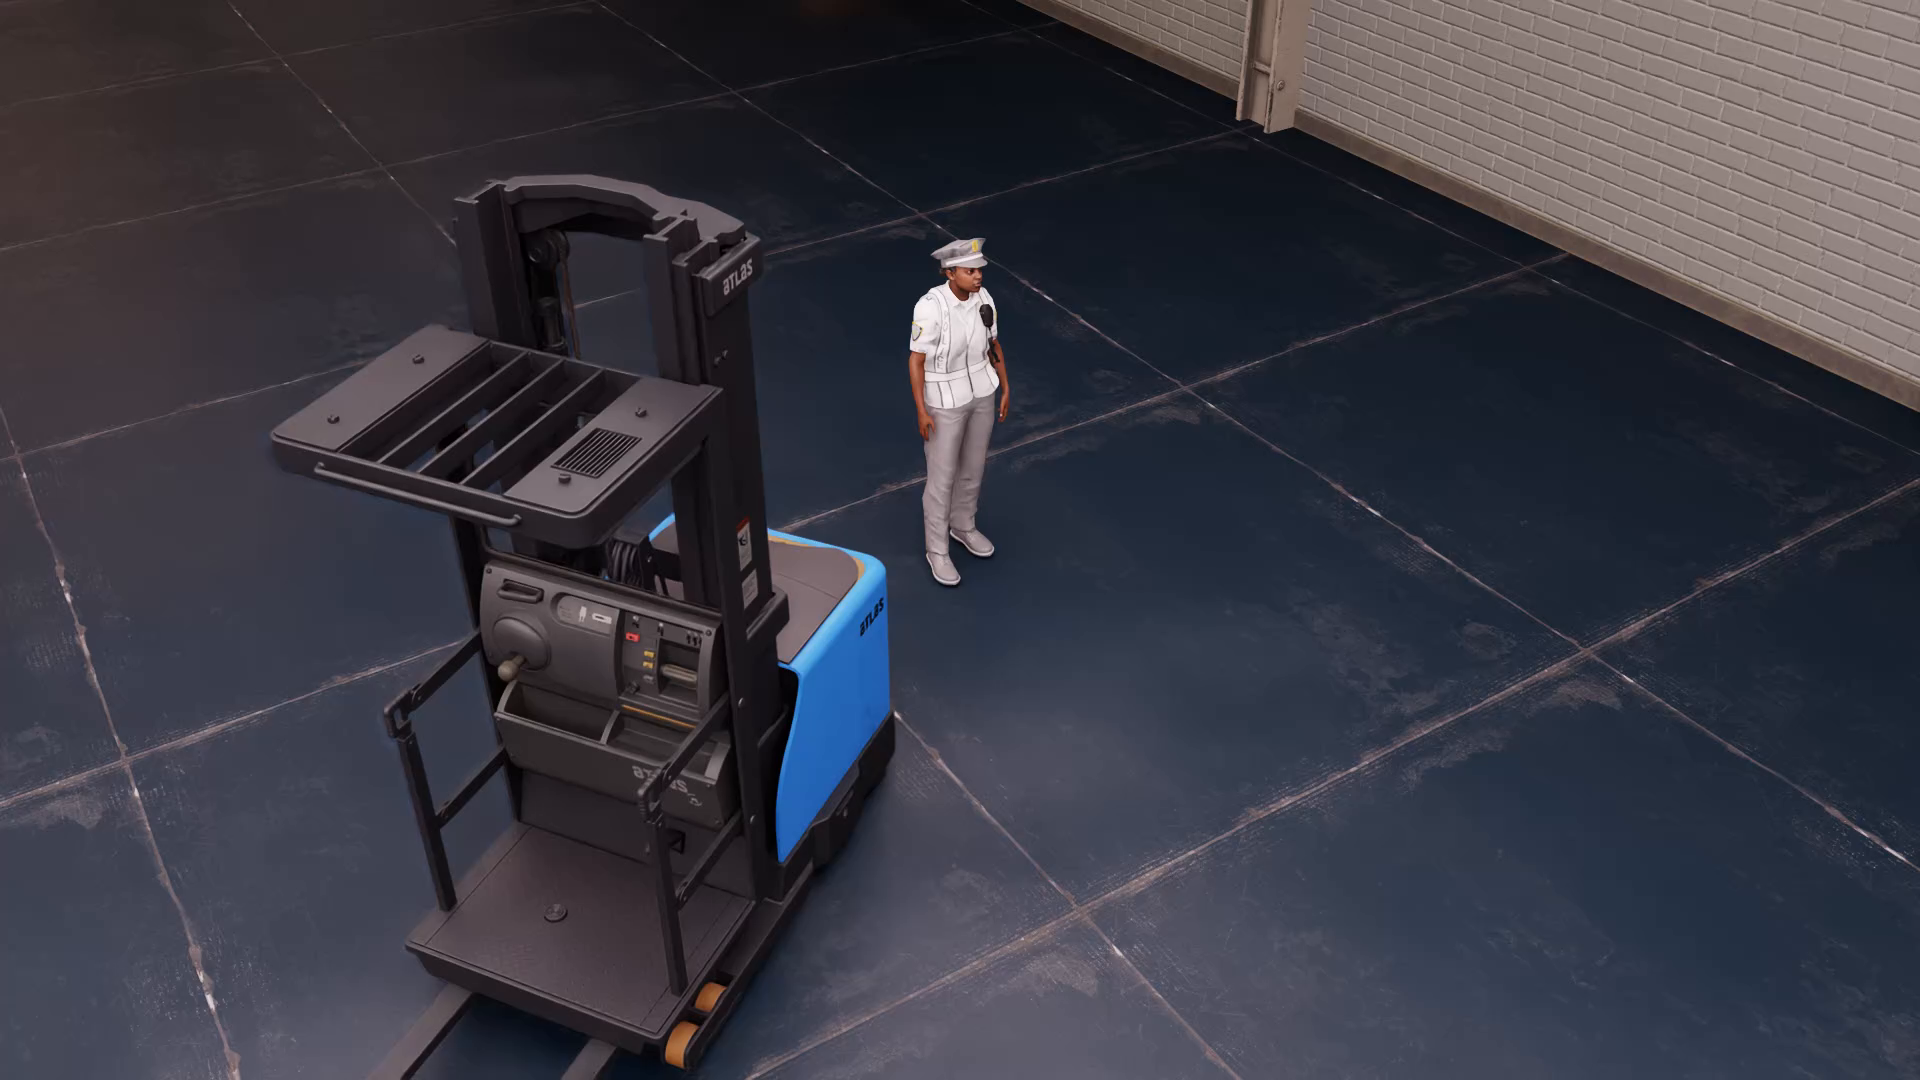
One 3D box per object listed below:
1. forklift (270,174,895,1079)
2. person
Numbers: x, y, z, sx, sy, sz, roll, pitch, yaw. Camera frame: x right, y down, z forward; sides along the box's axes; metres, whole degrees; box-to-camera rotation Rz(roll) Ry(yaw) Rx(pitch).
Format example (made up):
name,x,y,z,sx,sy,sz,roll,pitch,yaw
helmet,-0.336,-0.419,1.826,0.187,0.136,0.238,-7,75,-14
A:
name,x,y,z,sx,sy,sz,roll,pitch,yaw
forklift,-1.331,0.420,5.550,1.130,2.935,3.031,14,37,19
person,0.024,-0.657,8.146,0.570,1.695,0.530,-21,40,-27
